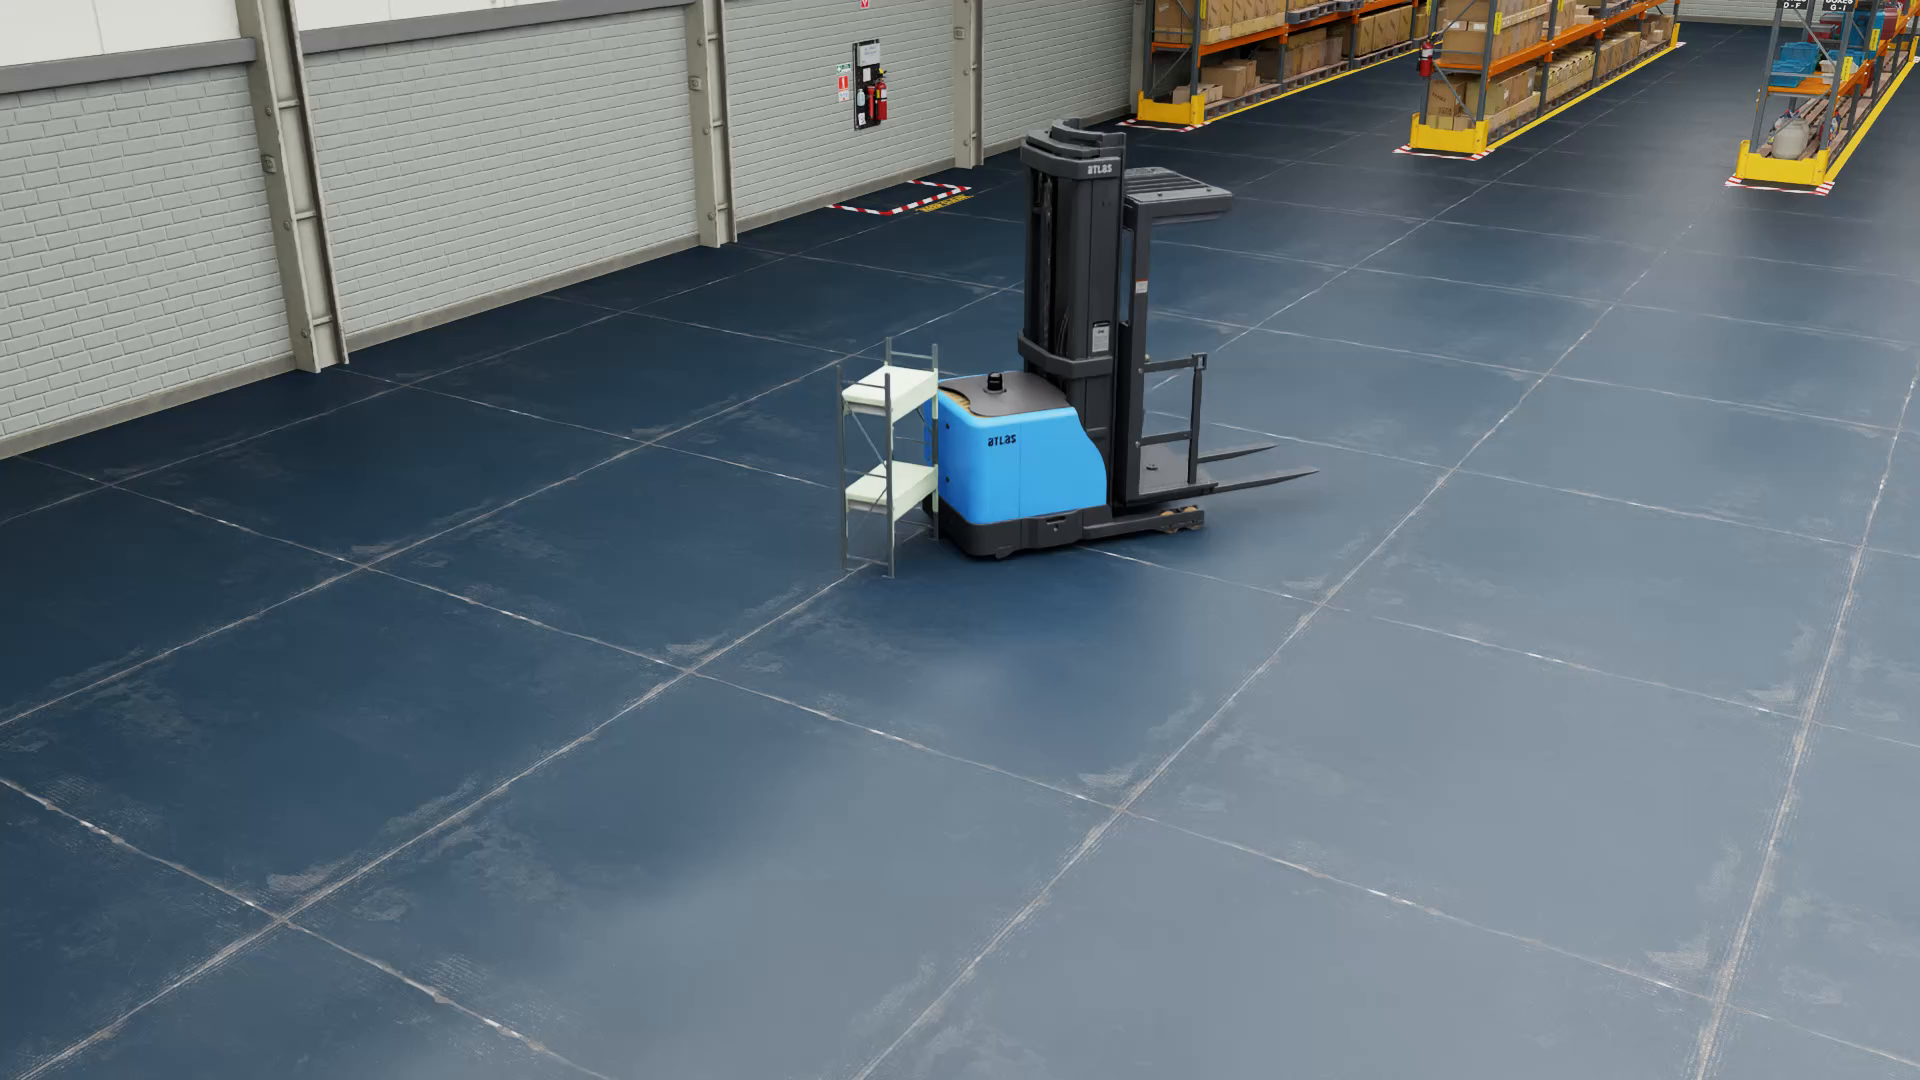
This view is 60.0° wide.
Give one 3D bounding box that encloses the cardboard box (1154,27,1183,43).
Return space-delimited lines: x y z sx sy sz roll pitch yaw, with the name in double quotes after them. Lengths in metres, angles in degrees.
3.742 -8.871 29.131 0.500 0.250 0.500 14 27 30 "cardboard box"

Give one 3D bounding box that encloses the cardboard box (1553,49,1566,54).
11.565 -9.469 32.574 0.500 0.311 0.500 15 28 31 "cardboard box"

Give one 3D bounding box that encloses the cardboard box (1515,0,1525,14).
8.958 -9.028 27.570 0.700 0.500 0.500 14 27 29 "cardboard box"

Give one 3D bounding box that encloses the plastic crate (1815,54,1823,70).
13.231 -7.510 26.090 0.450 0.188 0.662 14 27 29 "plastic crate"

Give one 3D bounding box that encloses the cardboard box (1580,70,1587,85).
11.751 -8.923 32.020 0.500 0.250 0.500 14 27 28 "cardboard box"

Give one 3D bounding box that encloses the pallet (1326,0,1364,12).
7.595 -11.082 34.315 1.213 0.211 1.003 14 27 29 "pallet"

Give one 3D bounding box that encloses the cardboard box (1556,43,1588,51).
12.384 -9.816 33.741 0.500 0.500 0.500 15 28 31 "cardboard box"

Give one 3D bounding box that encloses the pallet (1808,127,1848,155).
13.797 -6.509 27.020 1.003 0.211 1.213 14 27 29 "pallet"

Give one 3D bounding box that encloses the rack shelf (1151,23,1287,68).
4.715 -9.078 30.349 1.077 0.370 4.000 14 27 29 "rack shelf"

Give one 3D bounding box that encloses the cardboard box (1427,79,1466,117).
7.901 -7.214 27.127 0.500 0.500 0.500 14 27 29 "cardboard box"

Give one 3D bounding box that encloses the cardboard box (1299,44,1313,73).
6.678 -9.738 33.562 0.700 0.500 0.500 14 27 30 "cardboard box"

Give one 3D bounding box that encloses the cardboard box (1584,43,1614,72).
12.845 -9.722 33.525 0.500 0.500 0.500 13 27 27 "cardboard box"

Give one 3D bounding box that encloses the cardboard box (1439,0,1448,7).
11.769 -13.051 40.423 0.380 0.149 0.250 15 27 30 "cardboard box"

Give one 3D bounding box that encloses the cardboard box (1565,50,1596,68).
12.023 -9.356 32.312 0.500 0.311 0.500 15 27 30 "cardboard box"

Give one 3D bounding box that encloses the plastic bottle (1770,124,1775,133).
12.719 -6.367 26.047 0.061 0.283 0.133 15 27 30 "plastic bottle"

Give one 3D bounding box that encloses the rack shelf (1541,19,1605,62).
11.035 -9.391 31.072 1.077 0.370 4.000 14 27 29 "rack shelf"

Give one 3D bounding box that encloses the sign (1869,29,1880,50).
14.648 -8.015 26.639 0.100 0.325 0.005 14 27 29 "sign"

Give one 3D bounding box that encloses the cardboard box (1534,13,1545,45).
9.752 -8.941 29.001 0.700 0.500 0.500 13 27 28 "cardboard box"

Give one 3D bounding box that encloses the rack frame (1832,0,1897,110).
16.297 -9.357 30.088 1.000 3.000 0.127 14 27 29 "rack frame"

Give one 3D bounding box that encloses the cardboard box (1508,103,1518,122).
9.135 -7.267 28.193 0.500 0.250 0.500 14 27 29 "cardboard box"

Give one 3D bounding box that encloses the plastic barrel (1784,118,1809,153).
12.623 -6.115 25.202 0.421 0.512 0.421 0 23 0 "plastic barrel"

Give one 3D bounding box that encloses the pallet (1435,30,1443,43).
11.100 -12.157 40.066 1.003 0.211 1.213 14 27 29 "pallet"

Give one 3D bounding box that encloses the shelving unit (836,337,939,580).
-0.495 -0.581 11.703 0.431 1.500 0.755 10 25 22 "shelving unit"

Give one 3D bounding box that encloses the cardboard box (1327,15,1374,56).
8.379 -10.860 35.737 0.750 0.750 0.750 13 27 28 "cardboard box"

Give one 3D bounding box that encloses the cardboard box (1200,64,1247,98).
4.832 -8.432 30.544 0.700 0.500 0.500 12 26 26 "cardboard box"

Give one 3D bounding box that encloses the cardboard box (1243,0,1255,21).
4.976 -9.630 29.939 0.500 0.500 0.500 15 27 31 "cardboard box"

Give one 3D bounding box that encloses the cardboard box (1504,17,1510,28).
8.665 -8.385 26.901 0.380 0.149 0.250 13 27 28 "cardboard box"

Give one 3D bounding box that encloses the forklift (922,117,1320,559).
1.281 -1.575 12.199 3.031 2.935 1.130 -9 25 -21 "forklift"

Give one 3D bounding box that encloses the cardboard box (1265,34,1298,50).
6.374 -9.883 32.952 0.500 0.250 0.500 13 27 28 "cardboard box"

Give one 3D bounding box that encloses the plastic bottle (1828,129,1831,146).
13.433 -6.231 25.733 0.061 0.283 0.133 14 27 30 "plastic bottle"

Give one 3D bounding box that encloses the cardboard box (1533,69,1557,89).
10.410 -8.321 29.923 0.500 0.311 0.500 14 27 29 "cardboard box"

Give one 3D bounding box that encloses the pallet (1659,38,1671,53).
15.851 -11.521 38.599 1.003 0.211 1.213 14 27 29 "pallet"

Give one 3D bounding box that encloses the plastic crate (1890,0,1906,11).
19.091 -11.012 33.757 0.402 0.464 0.583 14 27 29 "plastic crate"

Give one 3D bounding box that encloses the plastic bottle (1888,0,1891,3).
18.077 -10.335 32.411 0.144 0.351 0.185 14 27 29 "plastic bottle"

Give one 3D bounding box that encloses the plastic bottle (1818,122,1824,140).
13.640 -6.479 26.305 0.061 0.283 0.133 14 27 29 "plastic bottle"

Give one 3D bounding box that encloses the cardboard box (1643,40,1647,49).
15.053 -11.038 36.984 0.380 0.166 0.250 14 27 29 "cardboard box"

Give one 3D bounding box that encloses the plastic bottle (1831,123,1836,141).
13.731 -6.453 26.255 0.152 0.276 0.135 14 27 30 "plastic bottle"

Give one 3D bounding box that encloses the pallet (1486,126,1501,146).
8.238 -6.683 27.422 1.003 0.211 1.213 14 27 29 "pallet"

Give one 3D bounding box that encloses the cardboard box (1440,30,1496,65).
8.128 -7.897 26.589 0.700 0.500 0.500 14 27 29 "cardboard box"

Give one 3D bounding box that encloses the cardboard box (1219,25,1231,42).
4.449 -8.949 29.311 0.500 0.250 0.500 13 27 27 "cardboard box"

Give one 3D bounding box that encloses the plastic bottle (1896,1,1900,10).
18.102 -10.243 32.197 0.144 0.351 0.185 14 27 29 "plastic bottle"

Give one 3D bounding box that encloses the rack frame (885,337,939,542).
-0.342 -0.713 12.009 0.400 1.500 0.023 10 25 22 "rack frame"

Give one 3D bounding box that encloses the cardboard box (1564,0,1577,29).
11.219 -9.872 31.153 0.500 0.500 0.500 12 26 26 "cardboard box"

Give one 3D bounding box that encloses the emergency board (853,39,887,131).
-1.206 -6.299 23.025 0.194 1.169 0.643 14 27 29 "emergency board"

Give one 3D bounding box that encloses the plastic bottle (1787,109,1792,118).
13.408 -6.807 26.980 0.144 0.351 0.185 15 27 30 "plastic bottle"

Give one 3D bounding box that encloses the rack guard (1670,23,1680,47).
16.270 -11.923 39.163 1.175 0.500 0.348 14 27 29 "rack guard"

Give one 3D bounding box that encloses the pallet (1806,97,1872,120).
15.855 -7.824 30.057 1.003 0.211 1.213 14 27 29 "pallet"

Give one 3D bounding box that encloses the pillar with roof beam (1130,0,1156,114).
6.952 -11.001 26.335 9.100 9.000 0.400 14 27 29 "pillar with roof beam"

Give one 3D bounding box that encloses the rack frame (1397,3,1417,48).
9.990 -12.783 38.002 1.000 3.000 0.127 14 27 29 "rack frame"

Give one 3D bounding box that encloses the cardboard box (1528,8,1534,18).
9.481 -8.910 28.113 0.380 0.149 0.250 14 27 29 "cardboard box"

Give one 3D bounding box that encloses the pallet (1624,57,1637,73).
13.803 -10.184 35.509 1.003 0.211 1.213 14 27 29 "pallet"

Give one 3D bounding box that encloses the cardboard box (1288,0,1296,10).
6.067 -10.495 32.038 0.700 0.500 0.500 14 27 29 "cardboard box"

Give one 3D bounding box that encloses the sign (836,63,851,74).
-1.576 -6.393 22.531 0.001 0.109 0.331 14 27 29 "sign"
